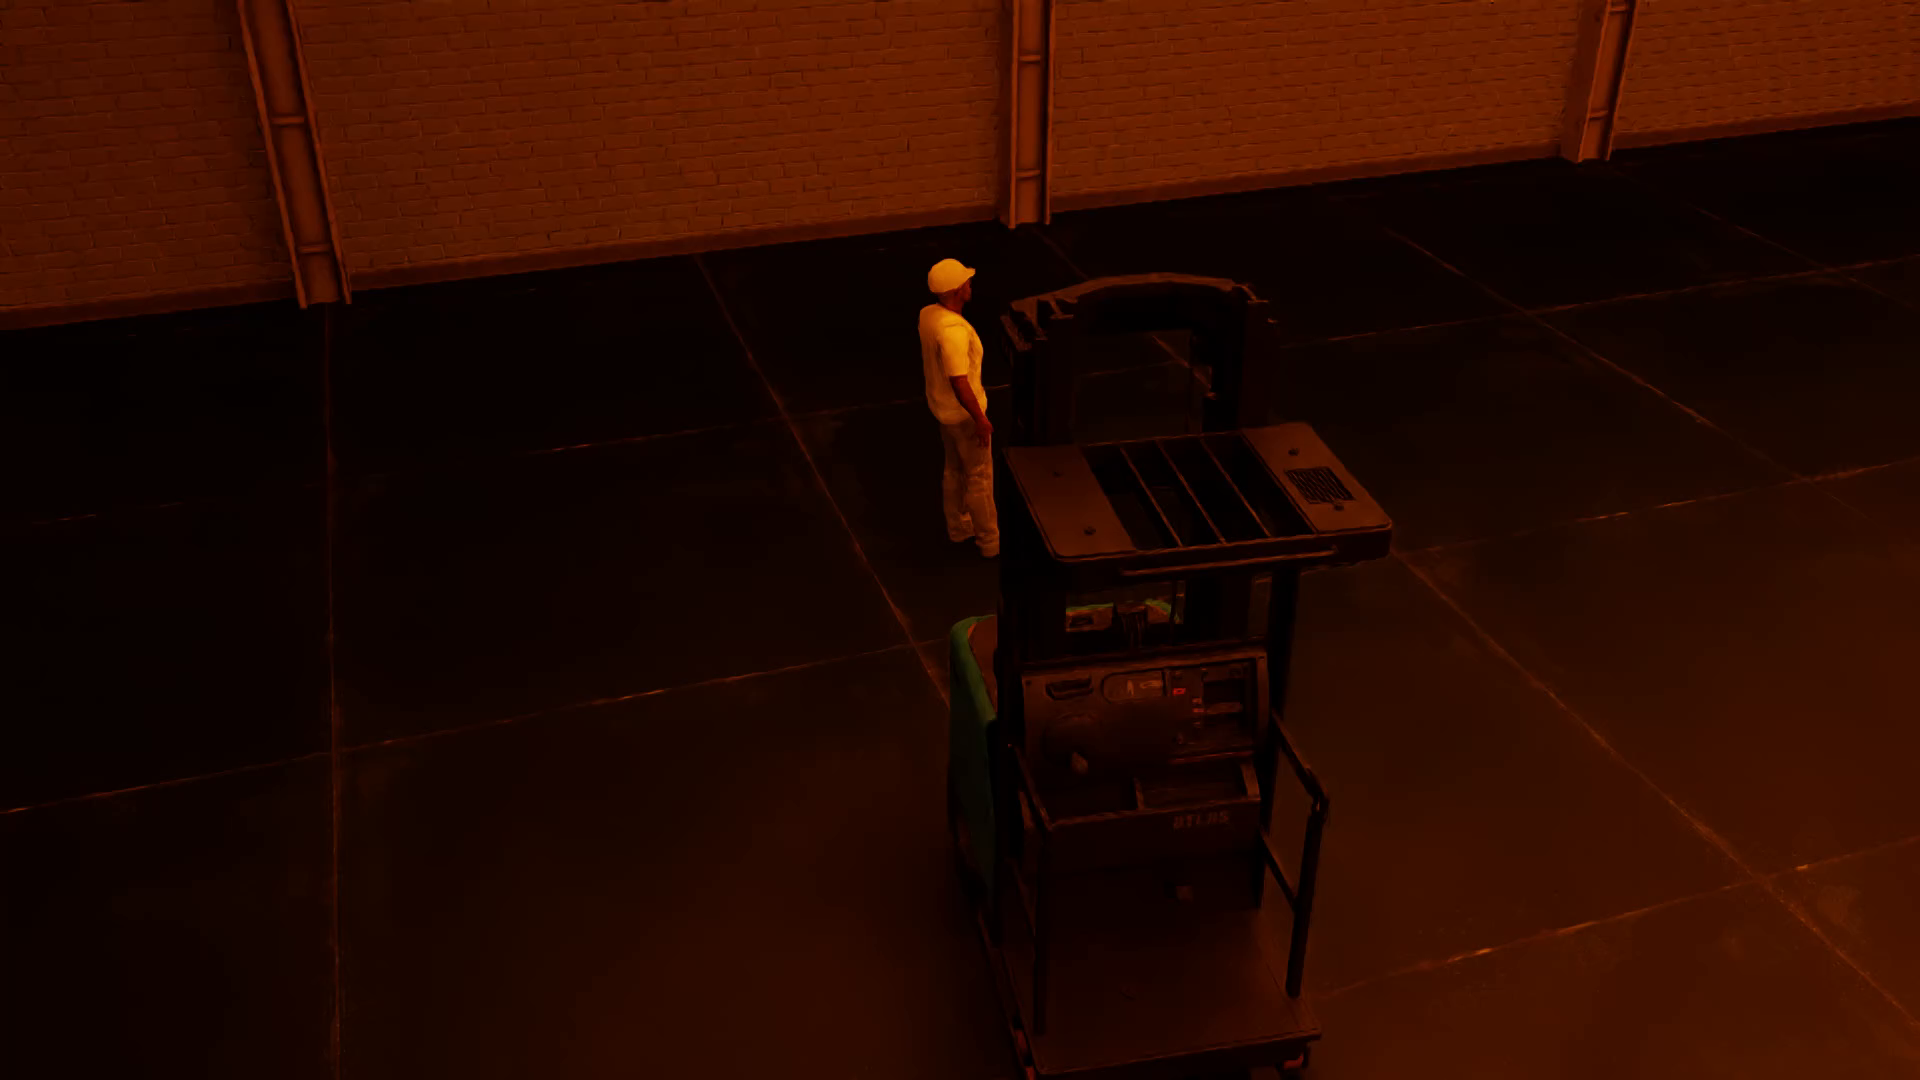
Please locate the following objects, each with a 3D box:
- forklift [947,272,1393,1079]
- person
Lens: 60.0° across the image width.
[{"bbox_3d":[0.725,0.677,5.910,1.130,2.935,3.031,-6,30,-10],"label":"forklift"},{"bbox_3d":[0.068,-0.780,9.597,0.576,1.766,0.665,-10,31,-16],"label":"person"}]
